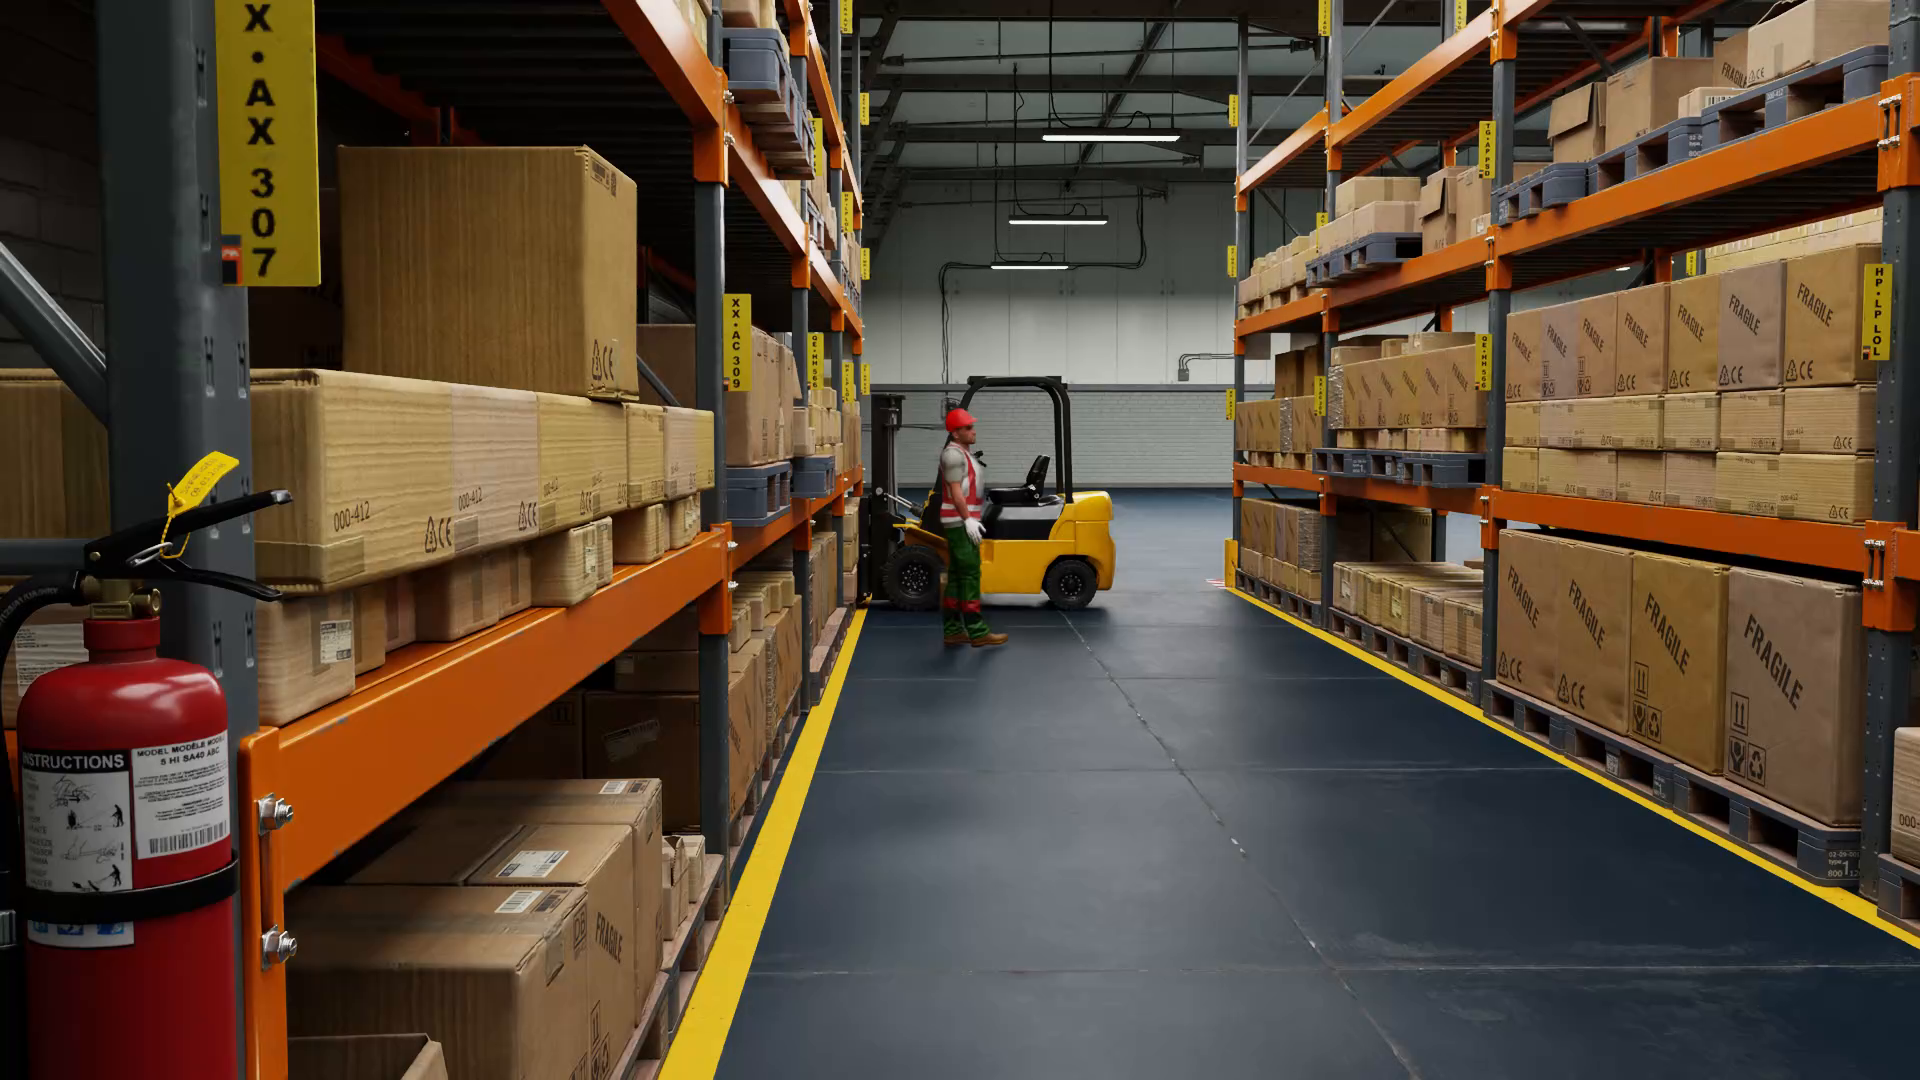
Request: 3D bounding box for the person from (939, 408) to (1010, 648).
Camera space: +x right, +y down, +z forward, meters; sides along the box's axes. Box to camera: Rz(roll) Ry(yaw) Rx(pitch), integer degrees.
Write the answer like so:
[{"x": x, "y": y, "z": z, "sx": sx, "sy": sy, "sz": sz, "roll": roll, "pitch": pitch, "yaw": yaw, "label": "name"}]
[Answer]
[{"x": 0.120, "y": -0.095, "z": 12.547, "sx": 0.531, "sy": 1.791, "sz": 0.582, "roll": 0, "pitch": 4, "yaw": 7, "label": "person"}]
